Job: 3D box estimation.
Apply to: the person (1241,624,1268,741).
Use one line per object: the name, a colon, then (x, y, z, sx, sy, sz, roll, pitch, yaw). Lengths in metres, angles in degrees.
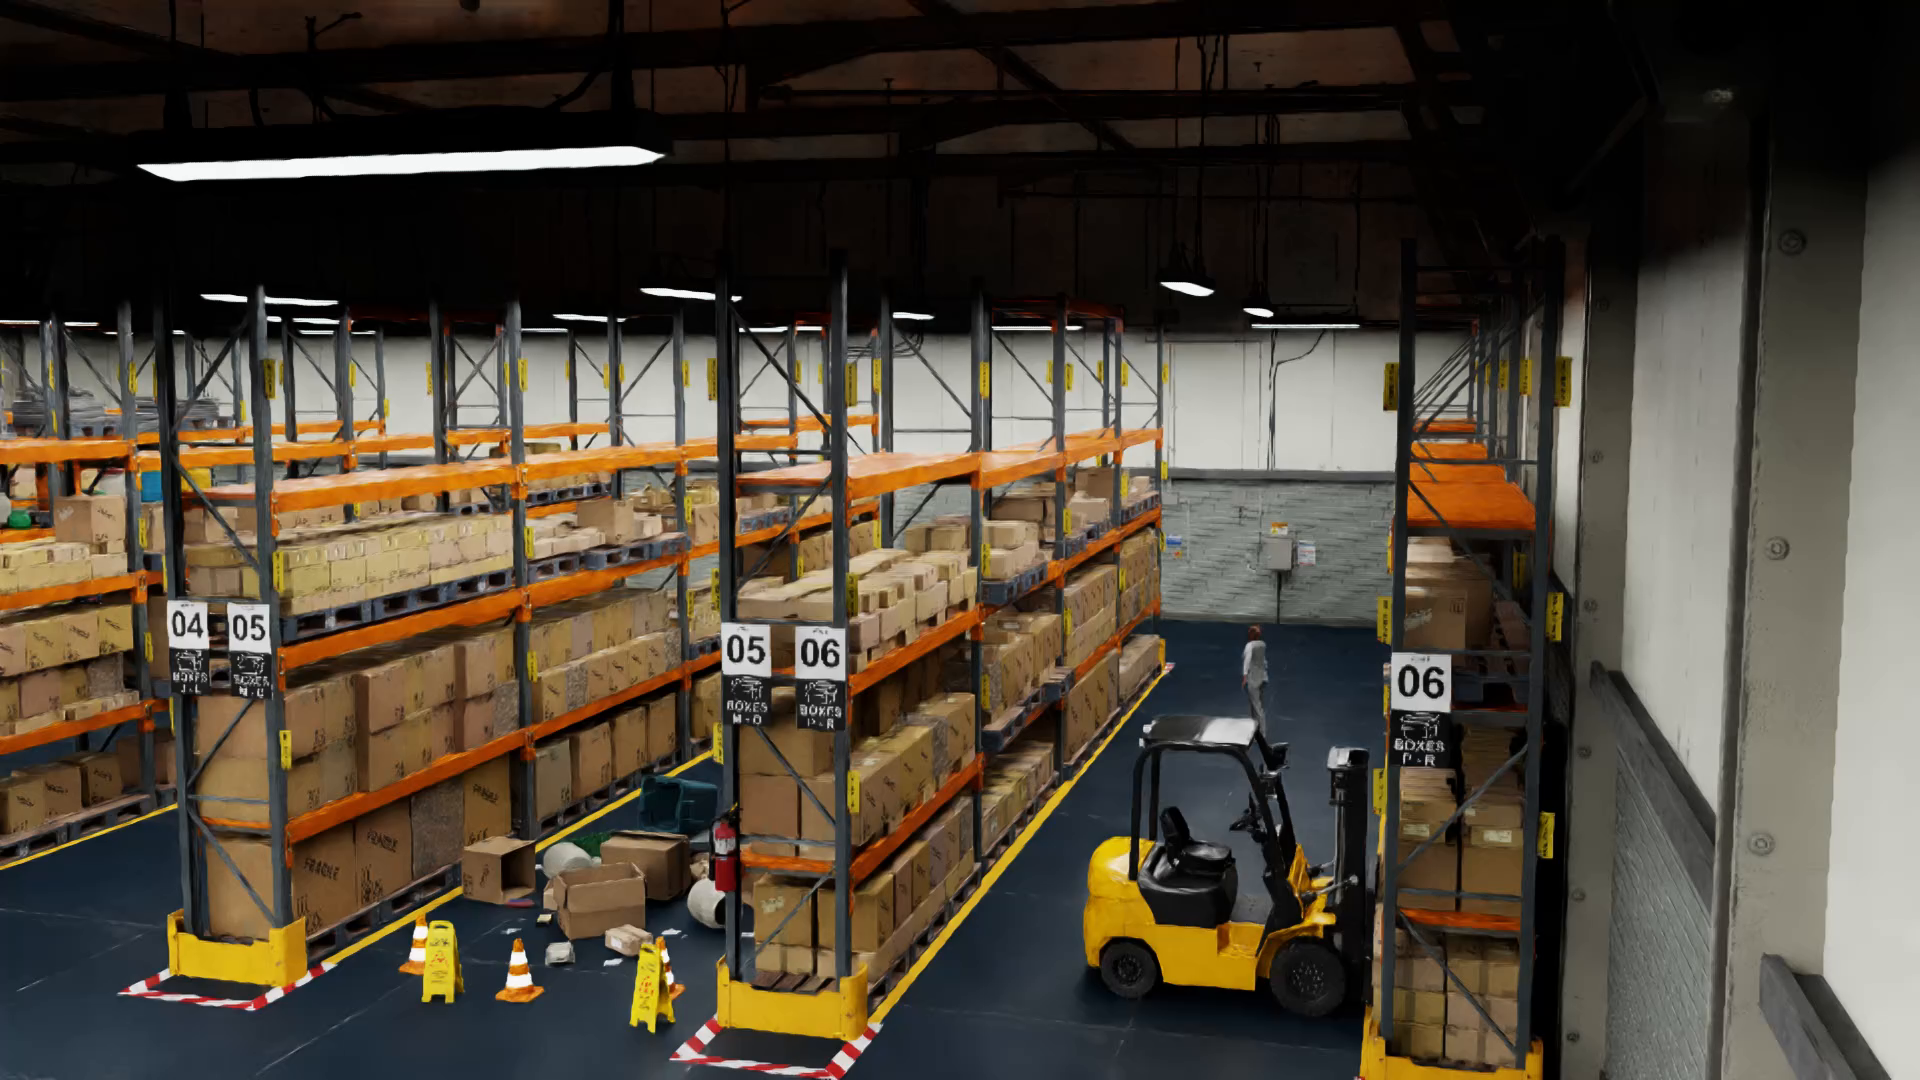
person: (4.054, 1.956, 22.920, 0.534, 1.554, 0.507, 5, 8, 40)
